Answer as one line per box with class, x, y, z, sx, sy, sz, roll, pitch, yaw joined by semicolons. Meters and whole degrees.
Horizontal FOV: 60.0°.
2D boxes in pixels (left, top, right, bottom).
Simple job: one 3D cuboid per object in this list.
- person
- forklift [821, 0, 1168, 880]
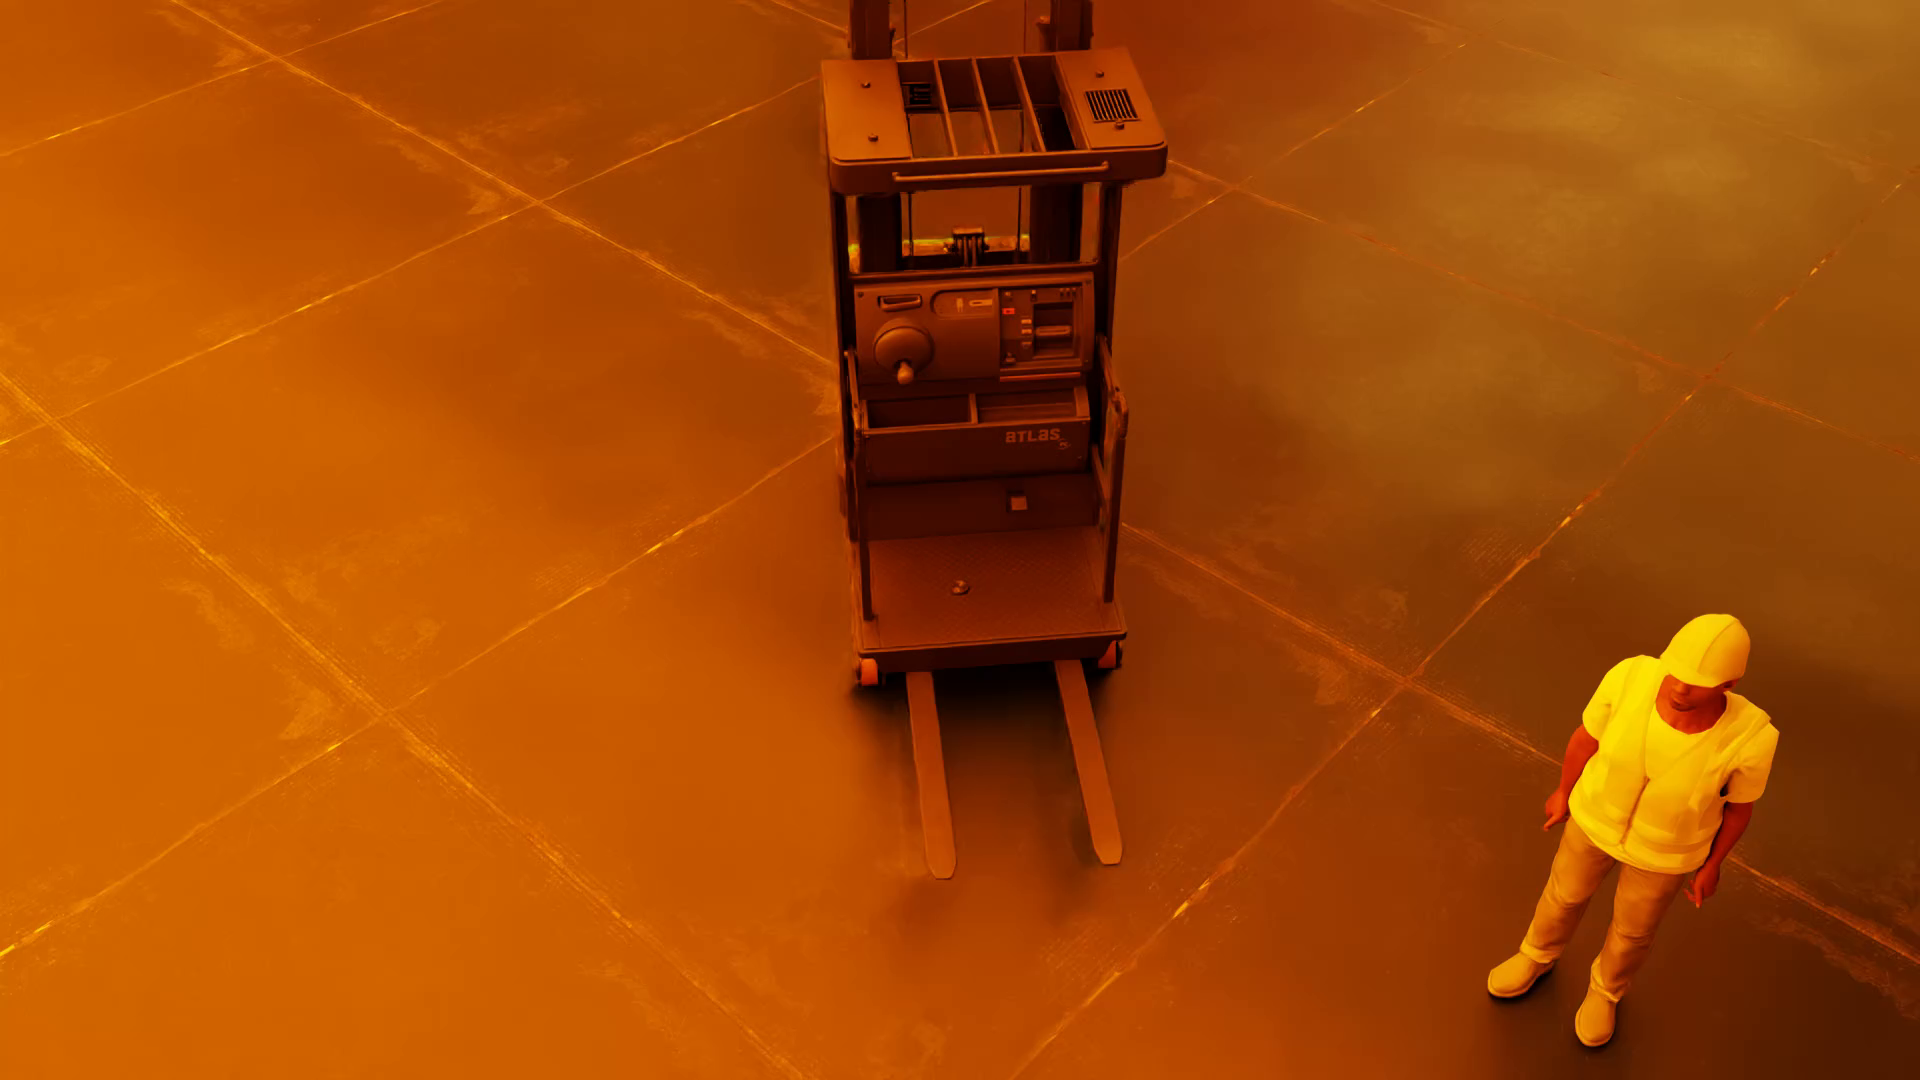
person;2.127;0.922;5.247;0.562;1.771;0.370;28;48;29
forklift;0.085;-0.737;6.287;1.130;2.935;3.031;-4;41;-5
